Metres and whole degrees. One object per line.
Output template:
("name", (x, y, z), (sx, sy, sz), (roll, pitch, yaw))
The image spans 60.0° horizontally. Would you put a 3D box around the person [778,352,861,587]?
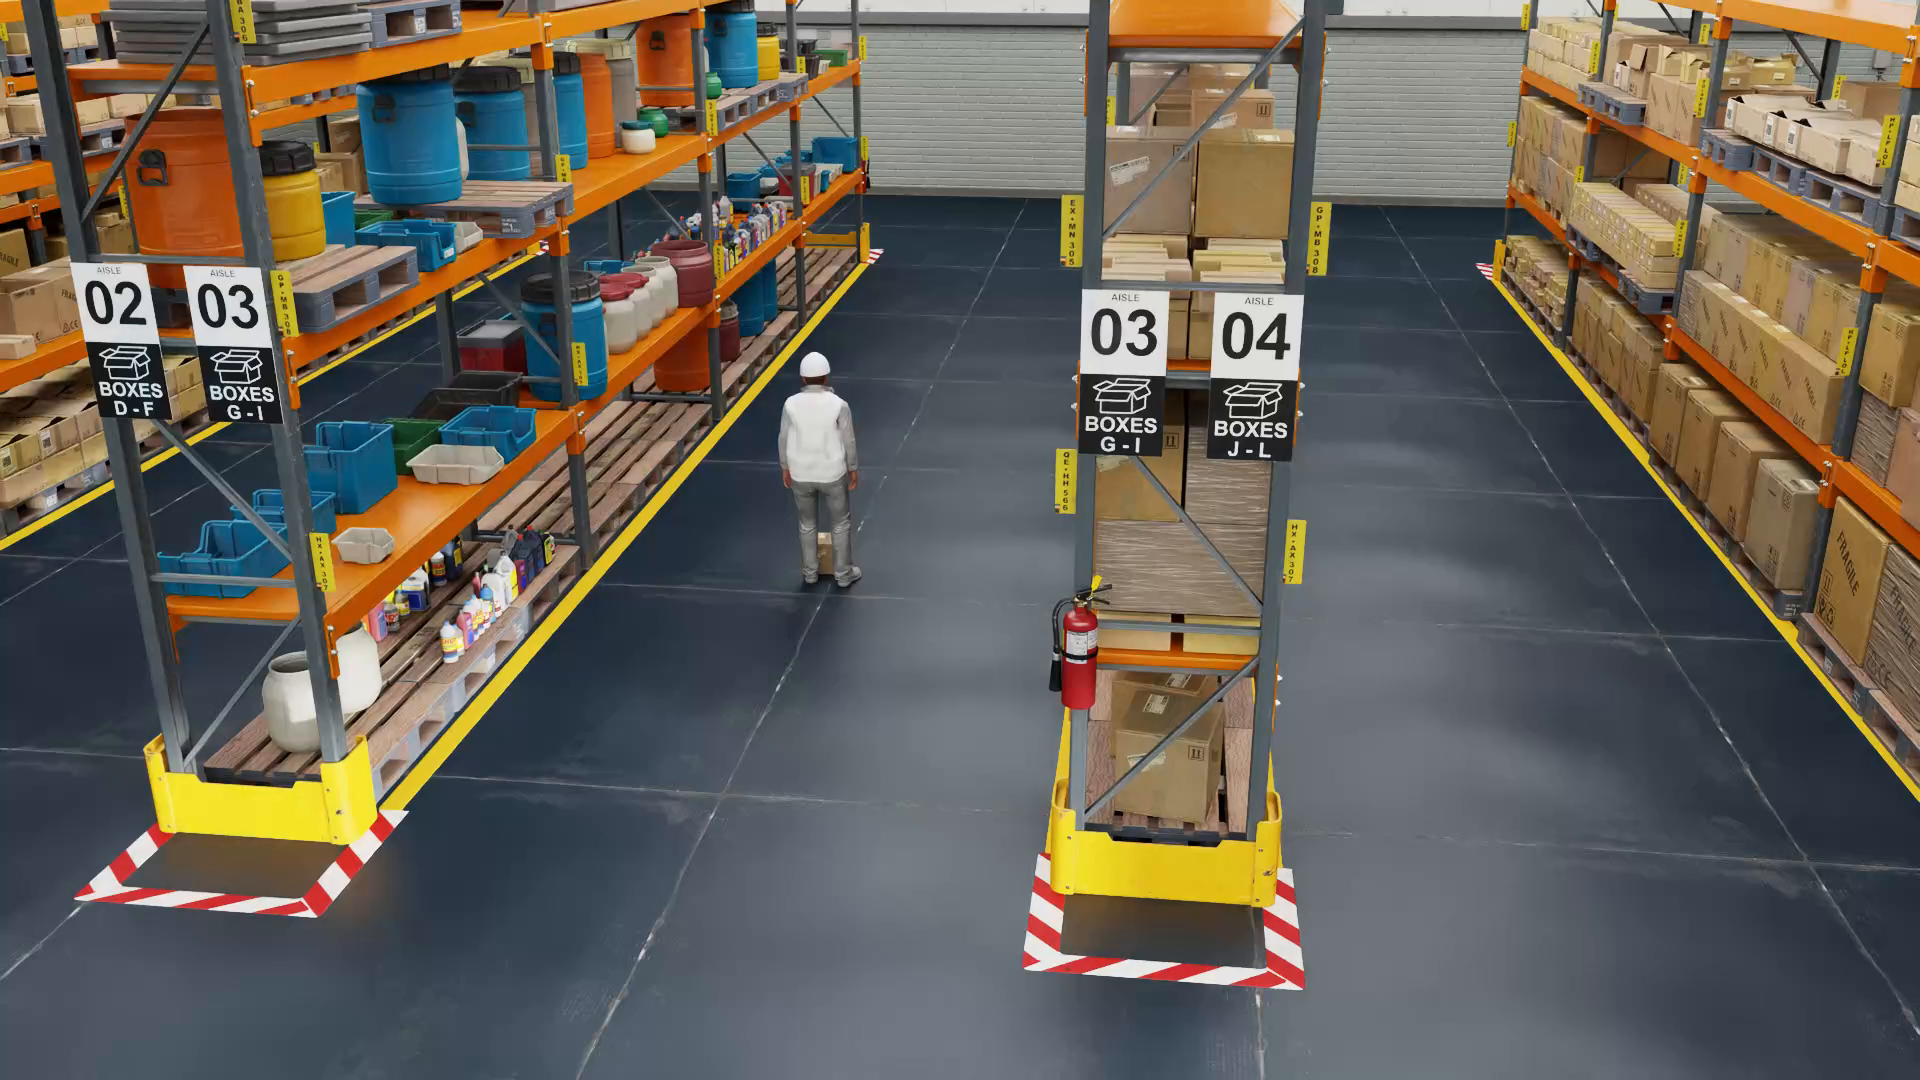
("person", (-1.048, -0.516, 12.387), (0.585, 1.771, 0.466), (2, 21, 6))
